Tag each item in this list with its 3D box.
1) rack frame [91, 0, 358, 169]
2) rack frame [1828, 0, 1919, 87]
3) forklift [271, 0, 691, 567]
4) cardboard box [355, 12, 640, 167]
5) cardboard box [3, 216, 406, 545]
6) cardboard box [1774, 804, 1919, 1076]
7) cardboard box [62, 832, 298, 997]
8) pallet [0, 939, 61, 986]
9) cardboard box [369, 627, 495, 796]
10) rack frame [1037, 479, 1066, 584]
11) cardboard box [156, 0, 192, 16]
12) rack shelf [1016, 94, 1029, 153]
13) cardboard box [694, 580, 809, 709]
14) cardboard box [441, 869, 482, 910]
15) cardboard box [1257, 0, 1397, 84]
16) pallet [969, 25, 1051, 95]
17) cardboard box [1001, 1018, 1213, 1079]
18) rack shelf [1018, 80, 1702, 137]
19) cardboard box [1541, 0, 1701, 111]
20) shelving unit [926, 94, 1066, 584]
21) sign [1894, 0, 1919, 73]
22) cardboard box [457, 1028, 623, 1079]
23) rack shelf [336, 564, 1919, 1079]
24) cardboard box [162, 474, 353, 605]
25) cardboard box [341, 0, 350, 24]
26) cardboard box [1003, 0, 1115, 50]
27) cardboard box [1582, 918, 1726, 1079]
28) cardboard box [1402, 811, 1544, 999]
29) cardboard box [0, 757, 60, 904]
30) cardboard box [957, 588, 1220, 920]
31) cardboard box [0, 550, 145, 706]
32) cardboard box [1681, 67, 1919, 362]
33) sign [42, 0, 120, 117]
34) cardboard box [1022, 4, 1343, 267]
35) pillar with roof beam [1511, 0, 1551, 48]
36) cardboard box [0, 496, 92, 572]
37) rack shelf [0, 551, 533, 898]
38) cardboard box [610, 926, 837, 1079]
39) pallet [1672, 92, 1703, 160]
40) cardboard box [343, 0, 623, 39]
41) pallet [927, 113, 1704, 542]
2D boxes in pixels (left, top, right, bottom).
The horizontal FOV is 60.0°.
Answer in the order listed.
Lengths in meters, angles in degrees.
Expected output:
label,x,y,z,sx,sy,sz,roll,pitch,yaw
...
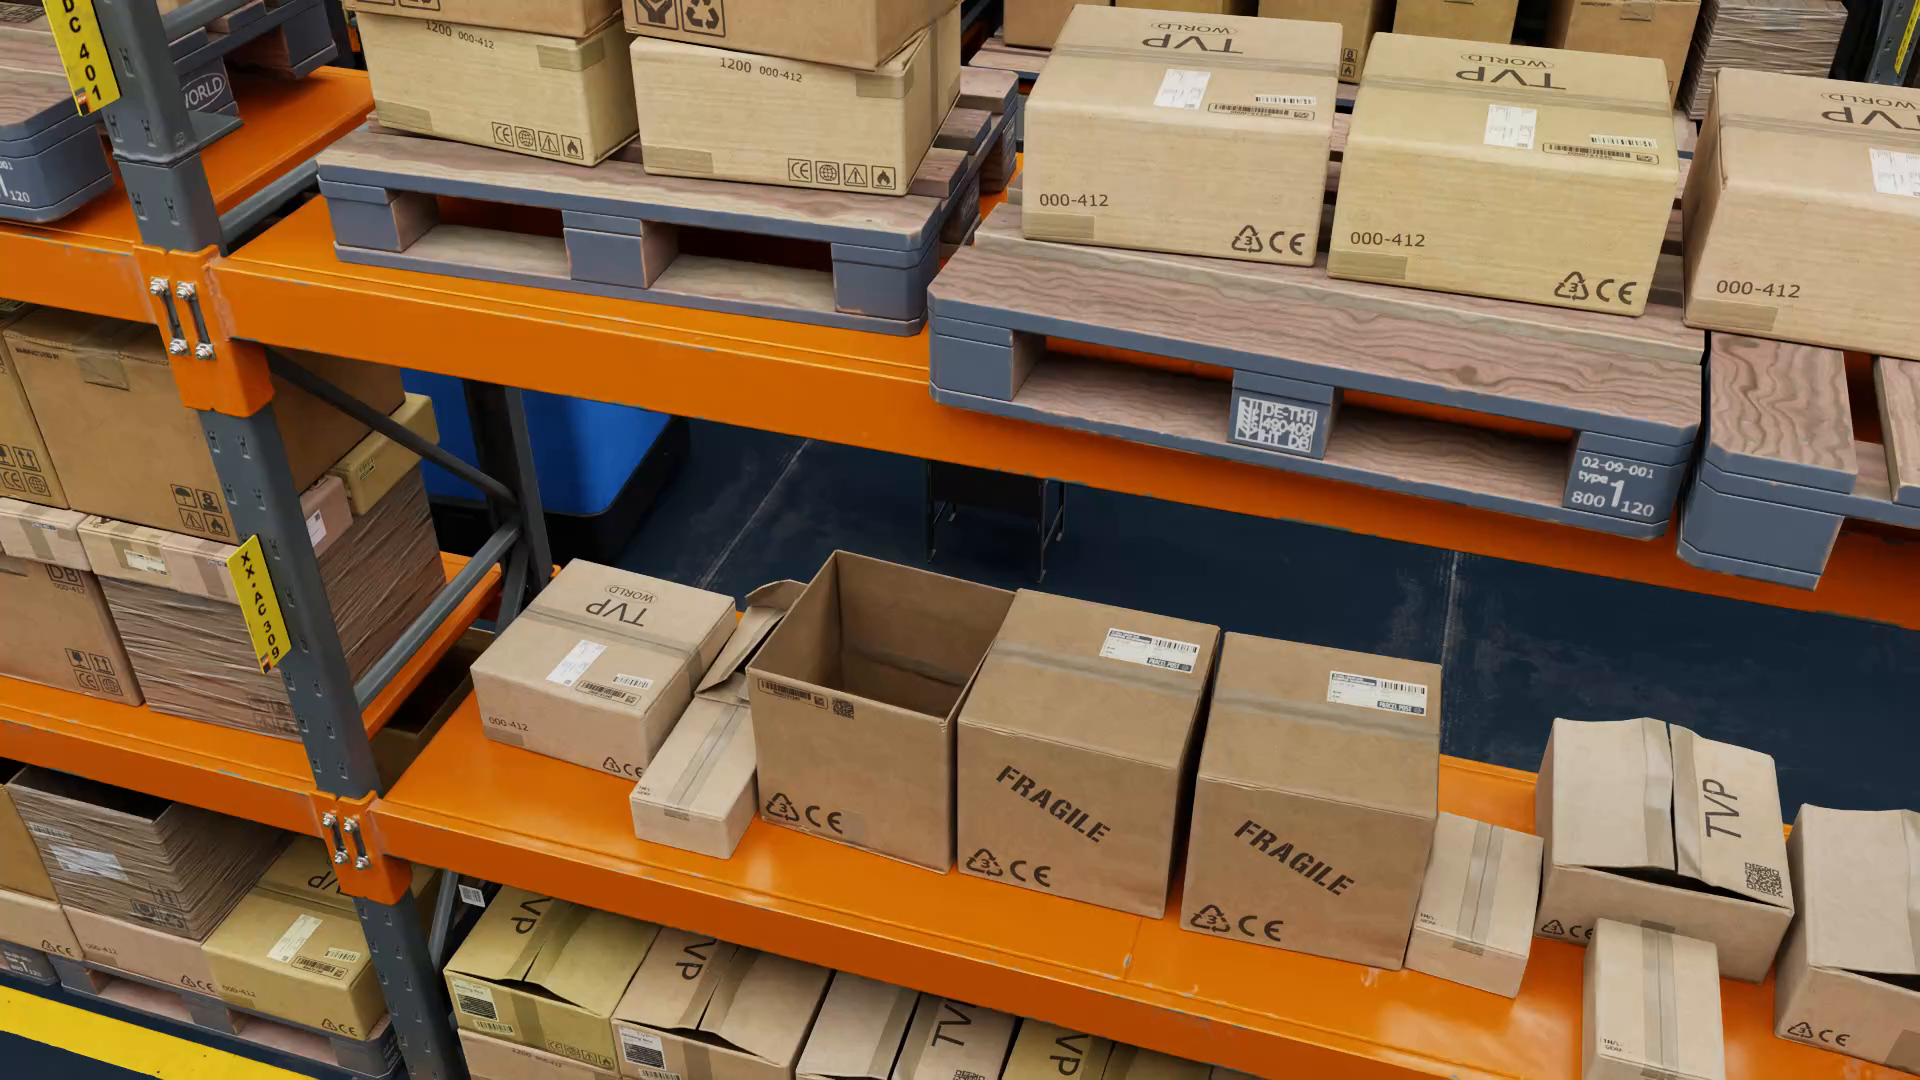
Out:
label,x,y,z,sx,sy,sz,roll,pitch,yaw
rack frame,-1.404,-2.203,2.652,0.127,3.000,1.000,10,38,14
rack frame,3.888,-1.884,7.279,0.127,3.000,1.000,10,38,14
forklift,-2.826,-1.519,6.841,3.031,2.935,1.130,8,37,10
cardboard box,-0.818,-0.990,3.306,0.500,0.250,0.500,14,39,19
cardboard box,-1.829,-0.425,4.118,0.500,0.500,0.700,11,38,14
cardboard box,2.080,0.867,3.617,0.500,0.311,0.500,13,38,17
cardboard box,-2.386,1.099,5.192,0.500,0.250,0.500,10,38,14
pallet,-3.319,0.957,5.771,1.213,0.211,1.003,10,38,14
cardboard box,-1.753,0.590,5.251,0.500,0.500,0.500,10,38,14
rack frame,0.391,-0.773,6.529,0.015,2.100,0.400,10,38,14
cardboard box,-1.806,-1.499,3.669,0.500,0.500,0.500,14,38,18
rack shelf,0.158,-1.369,6.181,0.480,0.518,0.431,10,38,14
cardboard box,-0.510,0.319,4.400,0.258,0.266,0.396,10,37,13
cardboard box,-1.756,0.898,5.465,0.500,0.250,0.500,10,38,14
cardboard box,1.715,-2.497,7.657,0.500,0.500,0.700,16,39,20
pallet,0.756,-2.296,8.001,1.213,0.211,1.003,10,38,14
cardboard box,0.384,1.410,4.296,0.500,0.311,0.500,12,38,15
rack shelf,1.979,-1.947,7.972,4.000,0.370,1.077,10,38,14
cardboard box,2.895,-2.262,7.337,0.500,0.500,0.700,7,37,10
shelving unit,0.158,-0.816,6.588,0.503,2.100,0.431,10,38,14
sign,3.735,-2.009,6.539,0.005,0.325,0.100,10,38,14
cardboard box,-1.093,1.363,4.834,0.500,0.250,0.500,10,37,13
rack shelf,0.505,0.856,4.163,4.000,0.370,1.077,10,38,14
cardboard box,-1.727,-0.015,4.109,0.250,0.149,0.380,10,38,14
cardboard box,-3.377,-2.979,8.877,0.500,0.250,0.500,9,37,13
cardboard box,0.545,-2.699,7.931,0.500,0.500,0.700,11,38,14
cardboard box,1.473,1.018,3.548,0.250,0.149,0.380,10,38,14
cardboard box,1.180,0.828,3.807,0.250,0.149,0.380,13,38,17
cardboard box,-2.864,0.710,5.088,0.500,0.500,0.500,10,38,14
cardboard box,0.305,0.499,3.957,0.500,0.500,0.500,11,38,14
cardboard box,-2.335,0.008,4.624,0.500,0.500,0.700,10,38,13
cardboard box,1.459,-0.528,2.678,0.500,0.250,0.500,11,38,15
sign,-1.568,-0.921,2.937,0.005,0.325,0.100,10,38,14
cardboard box,0.403,-0.731,2.955,0.500,0.250,0.500,7,37,10
pillar with roof beam,1.621,-2.583,3.168,0.400,9.000,9.100,10,38,14
cardboard box,-2.213,-0.105,4.231,0.250,0.149,0.380,9,37,13
rack shelf,-3.313,0.149,5.124,4.000,0.370,1.077,10,38,14
cardboard box,-0.607,1.231,4.540,0.500,0.311,0.500,10,38,13
pallet,3.176,-1.872,7.425,1.003,0.211,1.213,10,38,14
cardboard box,-0.827,-1.275,3.060,0.500,0.500,0.500,11,38,14
pallet,0.672,-0.477,2.997,1.213,0.211,1.003,12,38,16
